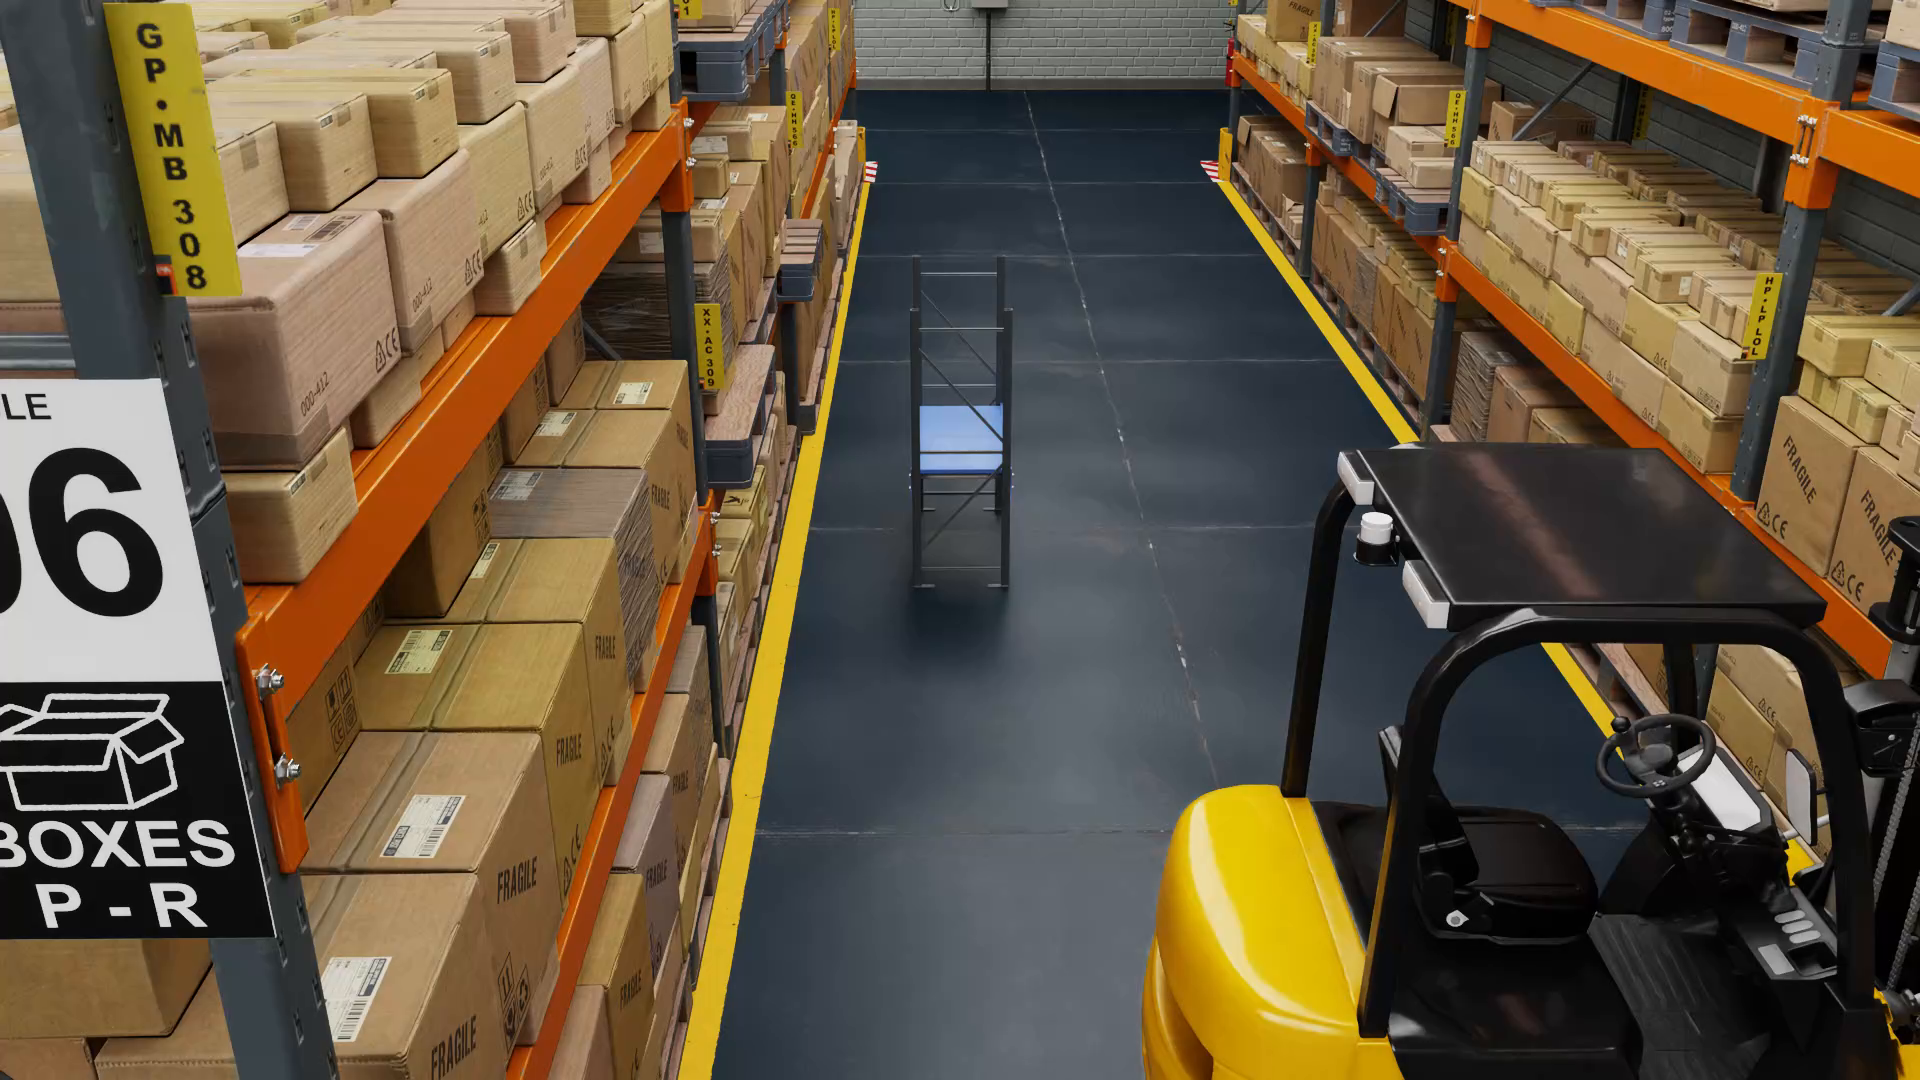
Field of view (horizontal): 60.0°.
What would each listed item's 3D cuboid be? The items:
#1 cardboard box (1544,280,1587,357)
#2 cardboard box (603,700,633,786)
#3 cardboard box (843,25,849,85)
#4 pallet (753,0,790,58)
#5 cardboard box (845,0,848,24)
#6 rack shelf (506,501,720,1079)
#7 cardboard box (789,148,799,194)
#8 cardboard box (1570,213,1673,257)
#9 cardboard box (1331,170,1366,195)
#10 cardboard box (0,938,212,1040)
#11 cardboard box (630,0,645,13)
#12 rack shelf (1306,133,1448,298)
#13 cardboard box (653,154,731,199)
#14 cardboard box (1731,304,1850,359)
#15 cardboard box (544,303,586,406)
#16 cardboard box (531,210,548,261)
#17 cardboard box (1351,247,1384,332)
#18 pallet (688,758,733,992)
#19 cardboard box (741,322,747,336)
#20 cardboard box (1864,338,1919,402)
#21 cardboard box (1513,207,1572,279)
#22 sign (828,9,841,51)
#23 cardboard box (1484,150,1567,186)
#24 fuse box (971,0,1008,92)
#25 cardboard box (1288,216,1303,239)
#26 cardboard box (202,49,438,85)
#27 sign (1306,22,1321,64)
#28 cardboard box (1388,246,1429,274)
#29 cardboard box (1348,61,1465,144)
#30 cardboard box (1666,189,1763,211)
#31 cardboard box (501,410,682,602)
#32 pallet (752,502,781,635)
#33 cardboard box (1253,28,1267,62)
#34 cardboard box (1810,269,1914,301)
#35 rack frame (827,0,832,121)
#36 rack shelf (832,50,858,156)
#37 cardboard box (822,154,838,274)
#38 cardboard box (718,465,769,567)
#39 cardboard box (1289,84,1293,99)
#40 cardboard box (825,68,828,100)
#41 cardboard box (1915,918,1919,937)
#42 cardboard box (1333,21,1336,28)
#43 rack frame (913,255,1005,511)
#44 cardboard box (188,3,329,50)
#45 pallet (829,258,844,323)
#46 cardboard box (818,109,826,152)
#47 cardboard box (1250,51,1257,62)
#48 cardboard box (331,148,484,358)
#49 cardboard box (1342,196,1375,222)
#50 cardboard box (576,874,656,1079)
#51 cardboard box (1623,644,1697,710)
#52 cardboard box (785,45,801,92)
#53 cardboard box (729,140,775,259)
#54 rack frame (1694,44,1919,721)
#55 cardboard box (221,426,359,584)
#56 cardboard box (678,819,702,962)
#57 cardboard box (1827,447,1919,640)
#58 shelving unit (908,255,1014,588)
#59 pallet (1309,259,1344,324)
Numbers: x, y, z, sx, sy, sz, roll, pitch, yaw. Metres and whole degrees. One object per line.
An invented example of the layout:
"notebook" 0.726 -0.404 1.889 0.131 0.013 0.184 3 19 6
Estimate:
"cardboard box" 3.228 -1.099 8.223 0.500 0.250 0.500 1 24 1
"cardboard box" -1.135 0.563 4.670 0.380 0.149 0.250 0 24 0
"cardboard box" -1.306 -4.474 15.381 0.500 0.500 0.500 0 24 1
"pallet" -1.384 -2.276 7.230 1.213 0.211 1.003 0 24 -1
"cardboard box" -1.320 -5.142 15.645 0.500 0.500 0.500 0 24 -1
"rack shelf" -1.447 0.839 4.628 1.077 0.370 4.000 0 24 -1
"cardboard box" -1.271 -2.330 10.338 0.500 0.250 0.500 0 24 -1
"cardboard box" 3.144 -1.453 7.914 0.380 0.149 0.250 -1 24 -2
"cardboard box" 3.195 -2.861 13.311 0.380 0.149 0.250 -1 24 -3
"cardboard box" -1.650 0.489 2.832 0.700 0.500 0.500 -1 24 -2
"cardboard box" -1.168 -1.692 5.048 0.380 0.149 0.250 -1 24 -2
"rack shelf" 3.429 -2.481 11.969 1.077 0.370 4.000 0 24 -1
"cardboard box" -1.236 -1.623 7.420 0.380 0.149 0.250 1 24 2
"cardboard box" 3.268 -0.817 6.509 0.380 0.149 0.250 1 24 1
"cardboard box" -1.681 -0.767 5.610 0.700 0.500 0.500 -1 24 -1
"cardboard box" -1.166 -0.696 3.813 0.380 0.149 0.250 -1 24 -2
"cardboard box" 3.203 -1.846 12.216 0.500 0.500 0.500 -1 24 -2
"pallet" -1.427 1.234 6.265 1.003 0.211 1.213 0 24 -1
"cardboard box" -1.195 -1.046 7.718 0.380 0.149 0.250 0 24 0
"cardboard box" 3.312 -0.573 5.608 0.380 0.149 0.250 0 24 0
"cardboard box" 3.203 -1.538 8.587 0.500 0.250 0.500 -1 24 -2
"sign" -1.014 -4.107 13.382 0.100 0.325 0.005 0 24 -1
"cardboard box" 3.164 -2.083 9.308 0.380 0.149 0.250 0 24 1
"fuse box" 0.417 -6.943 22.525 0.539 1.711 0.414 0 24 -1
"cardboard box" 3.107 -2.754 14.649 0.380 0.149 0.250 -1 24 -2
"cardboard box" -1.212 -0.840 3.164 0.380 0.149 0.250 0 24 -1
"sign" 2.864 -4.022 13.452 0.100 0.325 0.005 0 24 -1
"cardboard box" 3.238 -1.968 11.698 0.380 0.149 0.250 -1 24 -1
"cardboard box" 3.203 -3.133 11.906 0.700 0.500 0.500 0 24 -1
"cardboard box" 3.796 -1.667 8.388 0.380 0.149 0.250 -1 24 -1
"cardboard box" -1.203 -0.100 5.348 0.500 0.500 0.500 1 24 1
"pallet" -1.495 0.133 8.700 1.003 0.211 1.213 0 24 -1
"cardboard box" 3.113 -4.744 15.920 0.500 0.250 0.500 -1 24 -2
"cardboard box" 3.752 -1.037 6.995 0.380 0.149 0.250 0 24 -1
"rack frame" -1.557 -3.609 13.590 1.000 3.000 0.127 0 24 -1
"rack shelf" -1.578 -4.106 15.561 1.077 0.370 4.000 0 24 -1
"cardboard box" -1.470 -2.577 13.377 0.875 0.875 0.875 0 24 1
"cardboard box" -1.498 -0.106 8.523 0.950 0.372 0.625 1 24 1
"cardboard box" 3.123 -3.971 14.695 0.380 0.149 0.250 0 24 1
"cardboard box" -1.309 -3.588 13.119 0.500 0.250 0.500 0 24 -1
"cardboard box" 3.197 1.321 4.910 0.500 0.250 0.500 0 24 -1
"cardboard box" 3.638 -4.948 16.371 0.500 0.250 0.500 0 24 0
"rack frame" -0.005 -0.858 9.326 0.500 1.500 0.032 0 24 -1
"cardboard box" -1.693 -1.157 3.865 0.380 0.149 0.250 0 24 0
"pallet" -1.473 -2.021 13.463 1.003 0.211 1.213 0 24 -1
"cardboard box" -1.295 -3.147 12.751 0.500 0.250 0.500 -1 24 -1
"cardboard box" 3.141 -4.926 16.806 0.380 0.149 0.250 0 24 1
"cardboard box" -1.161 -0.514 2.928 0.500 0.250 0.500 -1 24 -1
"cardboard box" 3.239 -2.613 13.123 0.380 0.149 0.250 -1 24 -3
"cardboard box" -1.166 1.290 4.675 0.500 0.500 0.500 0 24 0
"cardboard box" 3.477 0.339 7.232 0.875 0.625 0.625 1 24 2
"cardboard box" -1.289 -2.871 10.623 0.500 0.500 0.500 0 24 0
"cardboard box" -1.207 -1.726 8.435 0.500 0.500 0.500 -2 24 -4
"rack frame" 3.494 -0.337 6.354 1.000 3.000 0.127 0 24 -1
"cardboard box" -1.105 -0.055 2.396 0.380 0.149 0.250 0 24 -1
"cardboard box" -1.178 1.211 5.760 0.500 0.250 0.500 -1 24 -2
"cardboard box" 3.260 0.016 5.452 0.500 0.500 0.500 0 24 0
"shelving unit" 0.001 -0.648 8.863 0.538 1.500 1.048 0 24 -1
"pallet" 3.453 -2.027 13.477 1.003 0.211 1.213 0 24 -1
